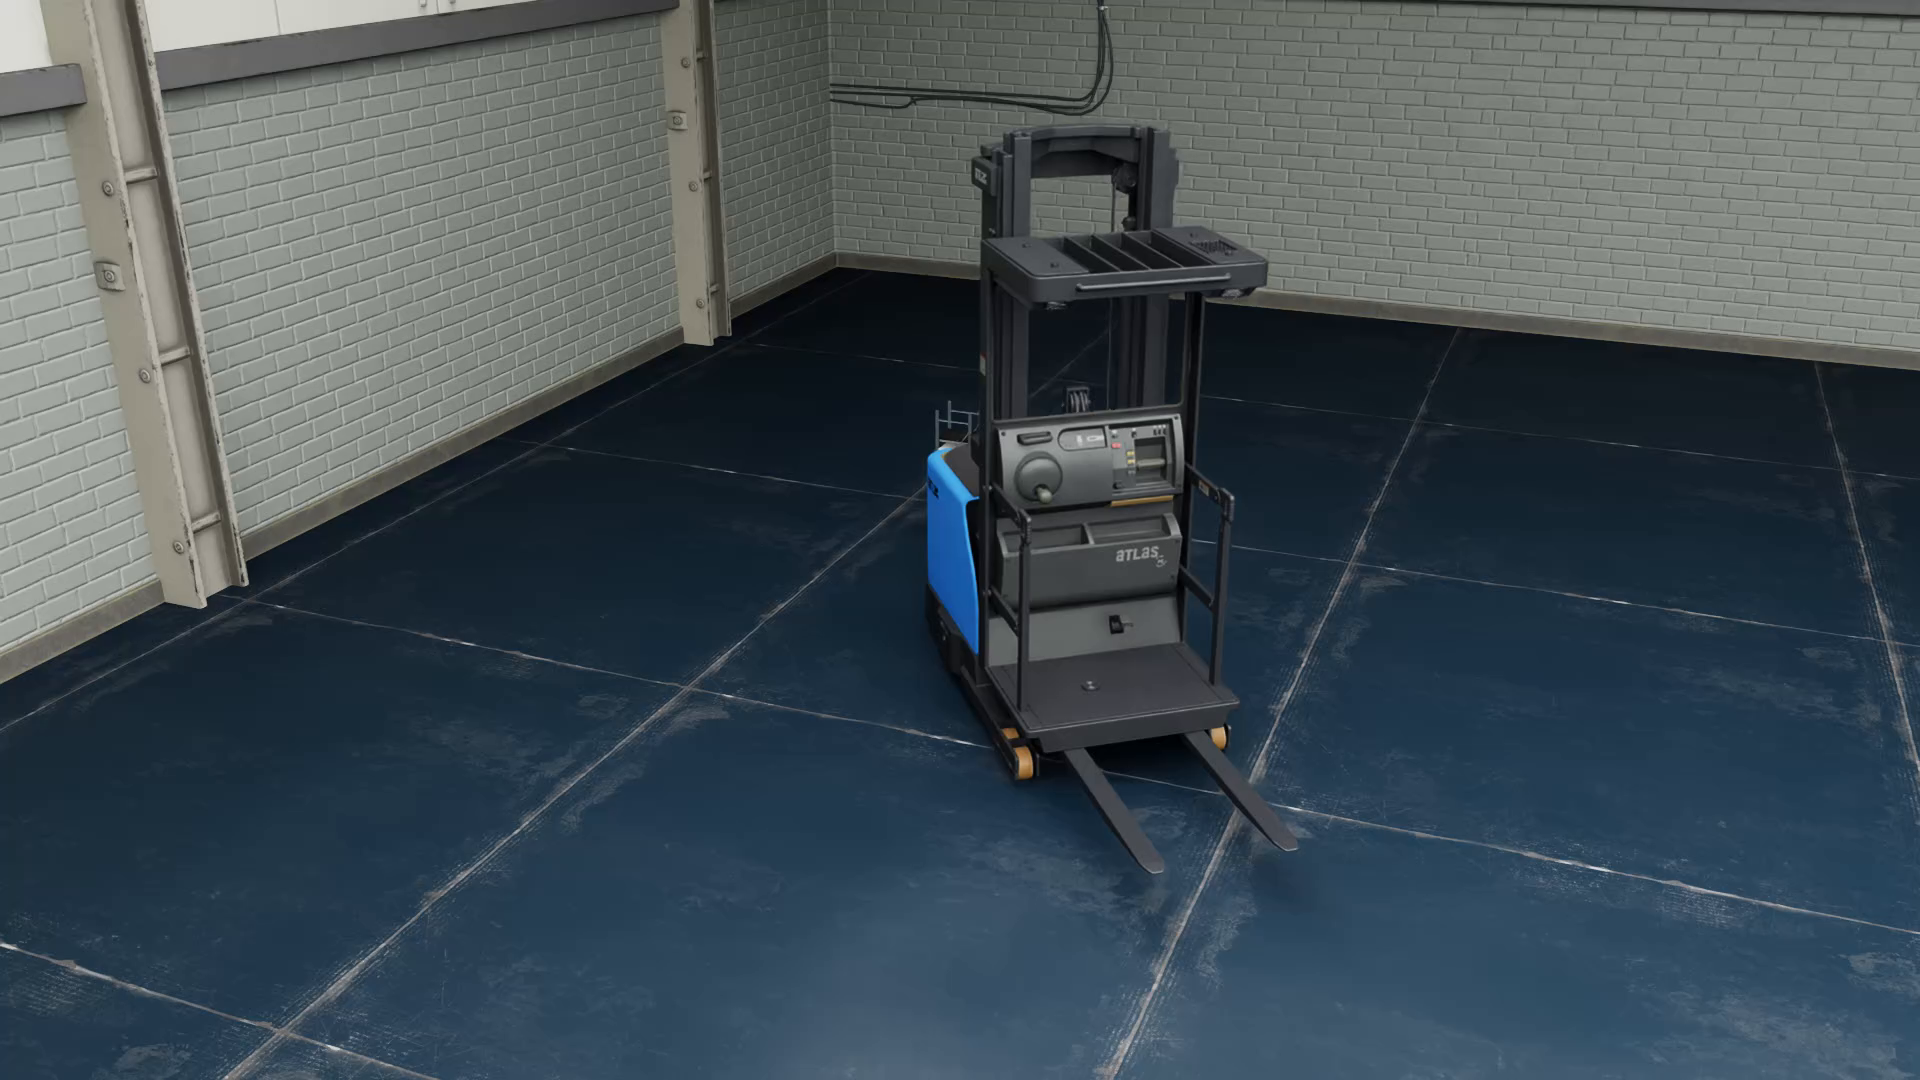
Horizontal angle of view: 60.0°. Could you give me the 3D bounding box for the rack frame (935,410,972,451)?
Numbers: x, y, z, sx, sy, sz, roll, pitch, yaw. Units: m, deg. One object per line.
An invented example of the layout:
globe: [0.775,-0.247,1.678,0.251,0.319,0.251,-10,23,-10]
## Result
rack frame: [-0.041,-0.376,10.483,0.240,0.900,0.006,9,24,20]

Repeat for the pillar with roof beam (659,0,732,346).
pillar with roof beam: [1.691,-5.370,11.932,9.100,9.000,0.400,9,24,20]

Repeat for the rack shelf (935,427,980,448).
rack shelf: [-0.003,-0.631,10.478,0.258,0.077,0.200,9,24,20]

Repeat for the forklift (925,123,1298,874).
forklift: [0.697,-0.365,7.821,1.130,2.935,3.031,-6,23,-15]

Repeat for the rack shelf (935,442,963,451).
rack shelf: [-0.003,-0.548,10.513,0.258,0.077,0.200,9,24,20]

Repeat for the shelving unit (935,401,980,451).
shelving unit: [-0.003,-0.412,10.570,0.258,0.900,0.210,9,24,20]

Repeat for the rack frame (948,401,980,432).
rack frame: [0.035,-0.449,10.657,0.240,0.900,0.006,9,24,20]

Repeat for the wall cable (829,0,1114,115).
wall cable: [0.016,-5.419,16.076,3.097,2.526,0.112,9,24,20]

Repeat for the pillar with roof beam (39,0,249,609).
pillar with roof beam: [-0.538,-3.223,6.791,9.100,9.000,0.400,9,24,20]
